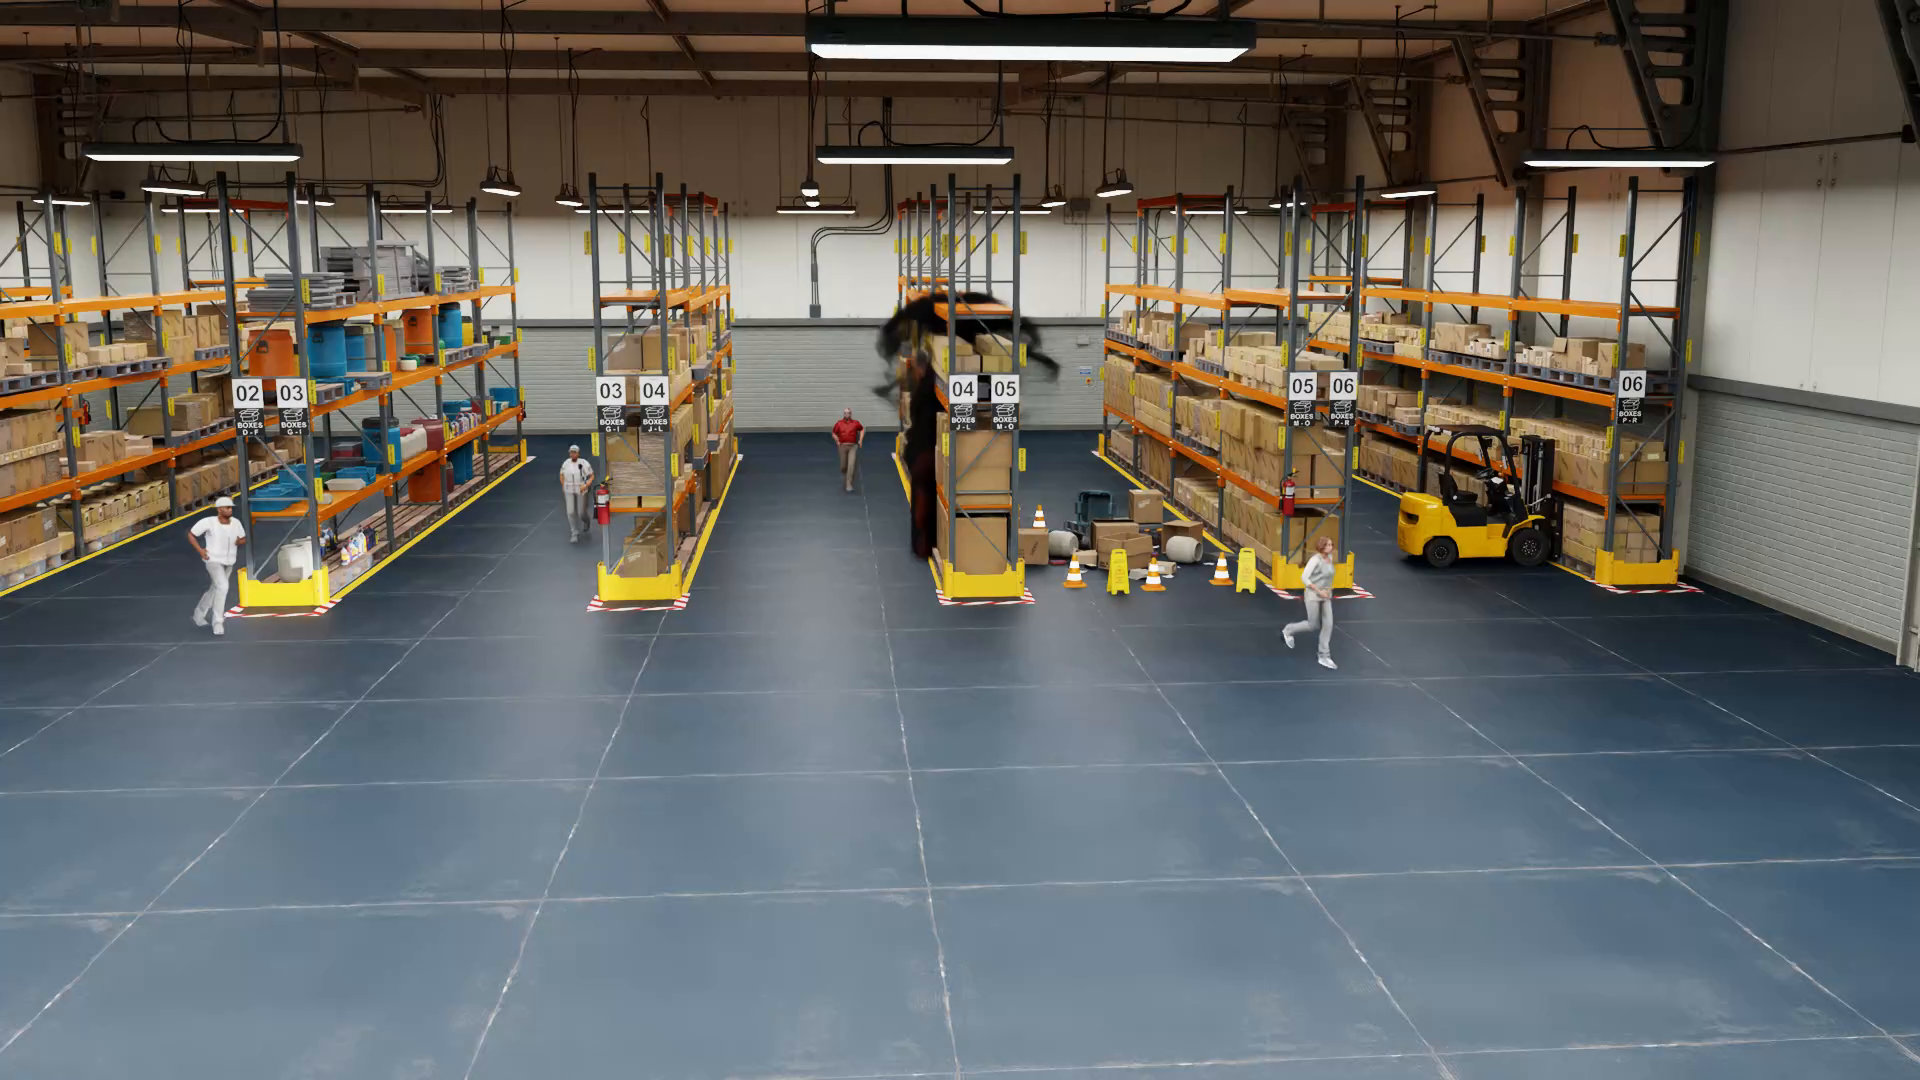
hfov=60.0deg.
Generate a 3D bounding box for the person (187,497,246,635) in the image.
[{"bbox_3d":[-9.824,0.312,22.028,0.734,1.779,0.745,5,11,26],"label":"person"}]

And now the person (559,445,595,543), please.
[{"bbox_3d":[-6.602,-0.815,28.671,0.618,1.638,0.742,0,10,-2],"label":"person"}]

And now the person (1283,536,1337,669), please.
[{"bbox_3d":[4.298,0.726,20.167,0.566,1.573,0.819,-9,14,-43],"label":"person"}]

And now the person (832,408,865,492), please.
[{"bbox_3d":[-2.319,-1.894,34.620,0.677,1.699,0.895,0,10,-3],"label":"person"}]
